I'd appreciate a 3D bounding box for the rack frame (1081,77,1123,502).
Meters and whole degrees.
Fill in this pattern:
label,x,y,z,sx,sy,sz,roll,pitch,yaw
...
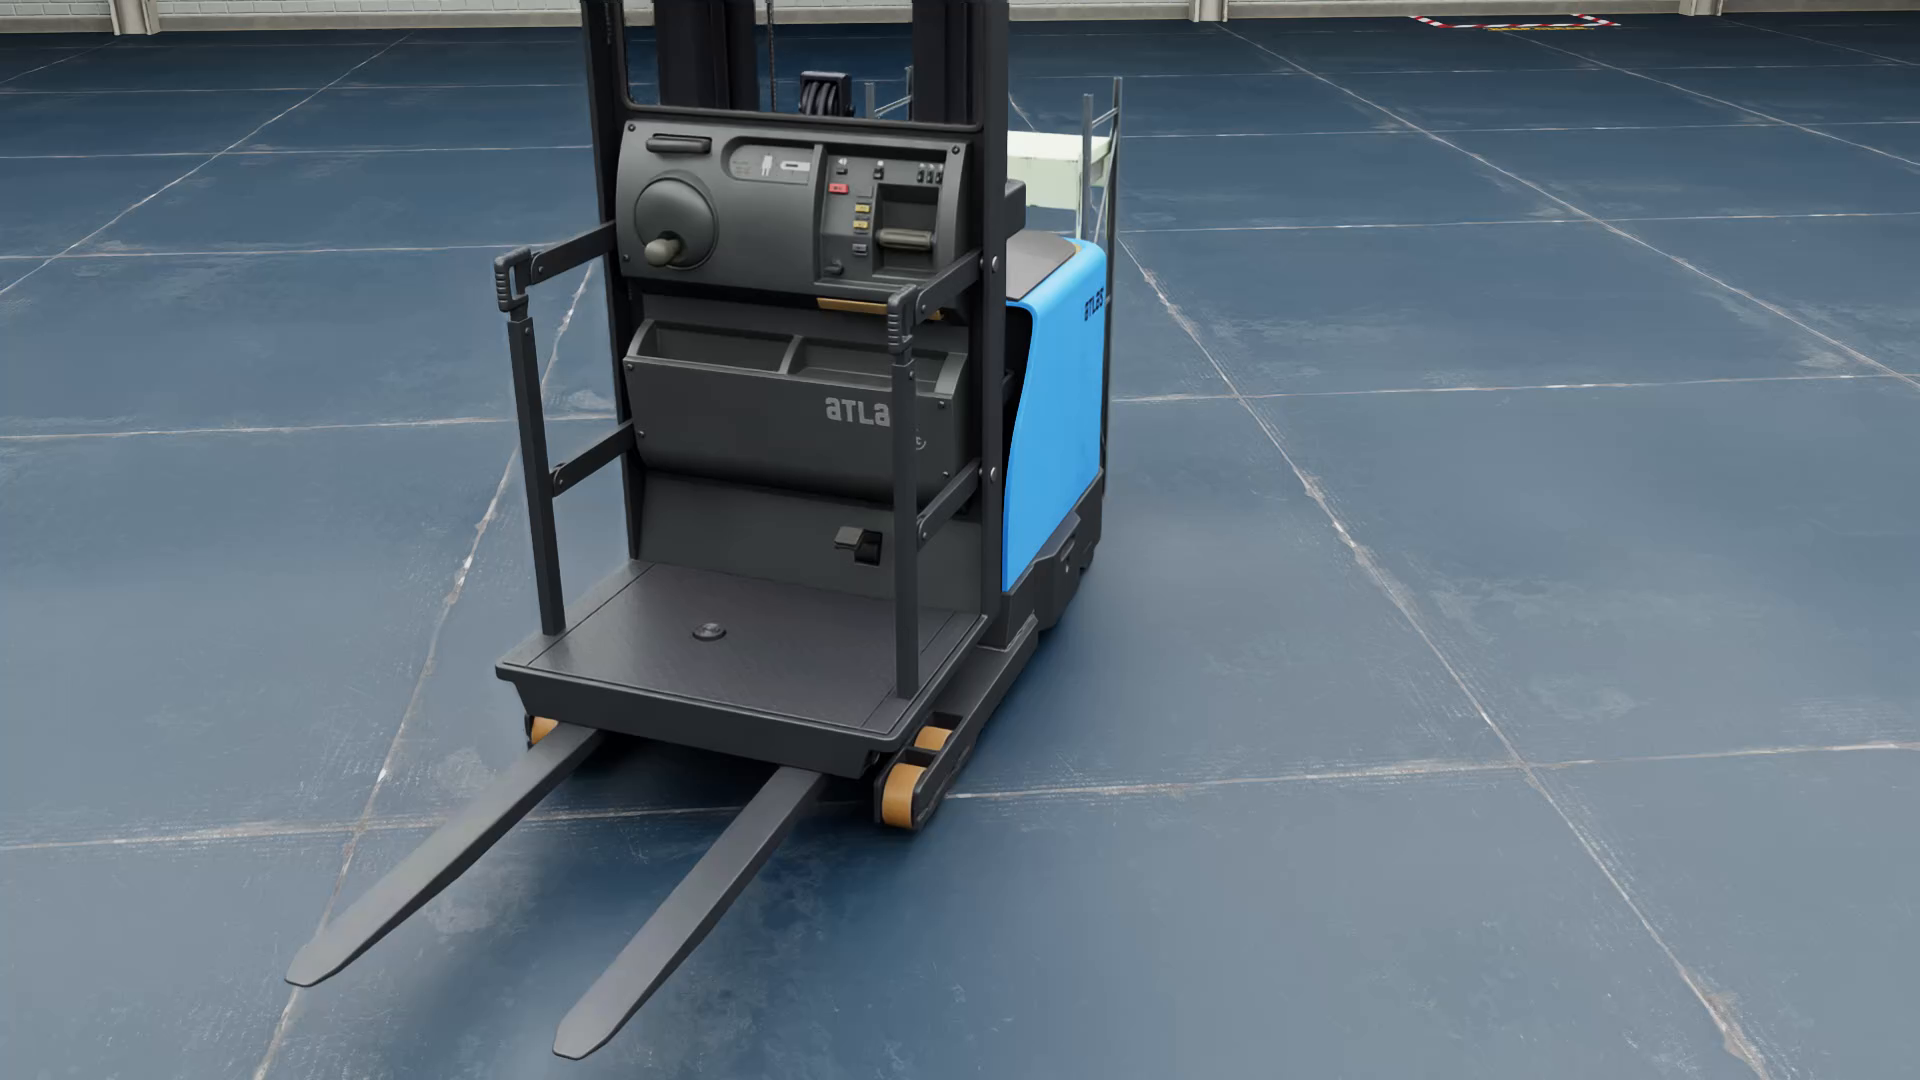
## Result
label,x,y,z,sx,sy,sz,roll,pitch,yaw
rack frame,0.461,-0.772,5.639,0.023,1.500,0.400,8,25,18

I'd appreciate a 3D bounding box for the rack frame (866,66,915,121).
label,x,y,z,sx,sy,sz,roll,pitch,yaw
rack frame,-0.228,-0.872,5.865,0.023,1.500,0.400,8,25,18

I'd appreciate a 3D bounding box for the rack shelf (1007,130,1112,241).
label,x,y,z,sx,sy,sz,roll,pitch,yaw
rack shelf,0.117,-1.178,5.594,0.720,0.370,0.431,8,25,18

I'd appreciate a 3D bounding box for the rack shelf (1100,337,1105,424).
label,x,y,z,sx,sy,sz,roll,pitch,yaw
rack shelf,0.117,-0.524,5.885,0.720,0.370,0.431,8,25,18

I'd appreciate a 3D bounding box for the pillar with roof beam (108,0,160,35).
label,x,y,z,sx,sy,sz,roll,pitch,yaw
pillar with roof beam,-8.630,-7.957,12.573,0.400,9.000,9.100,-2,24,-5

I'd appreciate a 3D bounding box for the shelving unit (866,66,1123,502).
label,x,y,z,sx,sy,sz,roll,pitch,yaw
shelving unit,0.117,-0.822,5.752,0.755,1.500,0.431,8,25,18

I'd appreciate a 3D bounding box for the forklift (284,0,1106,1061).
label,x,y,z,sx,sy,sz,roll,pitch,yaw
forklift,-0.502,-0.806,3.955,1.130,2.935,3.031,8,25,18

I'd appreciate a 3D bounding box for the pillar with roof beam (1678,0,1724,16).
label,x,y,z,sx,sy,sz,roll,pitch,yaw
pillar with roof beam,9.283,-8.676,14.190,0.400,9.000,9.100,-2,24,-5

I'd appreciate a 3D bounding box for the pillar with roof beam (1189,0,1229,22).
label,x,y,z,sx,sy,sz,roll,pitch,yaw
pillar with roof beam,3.312,-8.436,13.651,0.400,9.000,9.100,-2,24,-5
